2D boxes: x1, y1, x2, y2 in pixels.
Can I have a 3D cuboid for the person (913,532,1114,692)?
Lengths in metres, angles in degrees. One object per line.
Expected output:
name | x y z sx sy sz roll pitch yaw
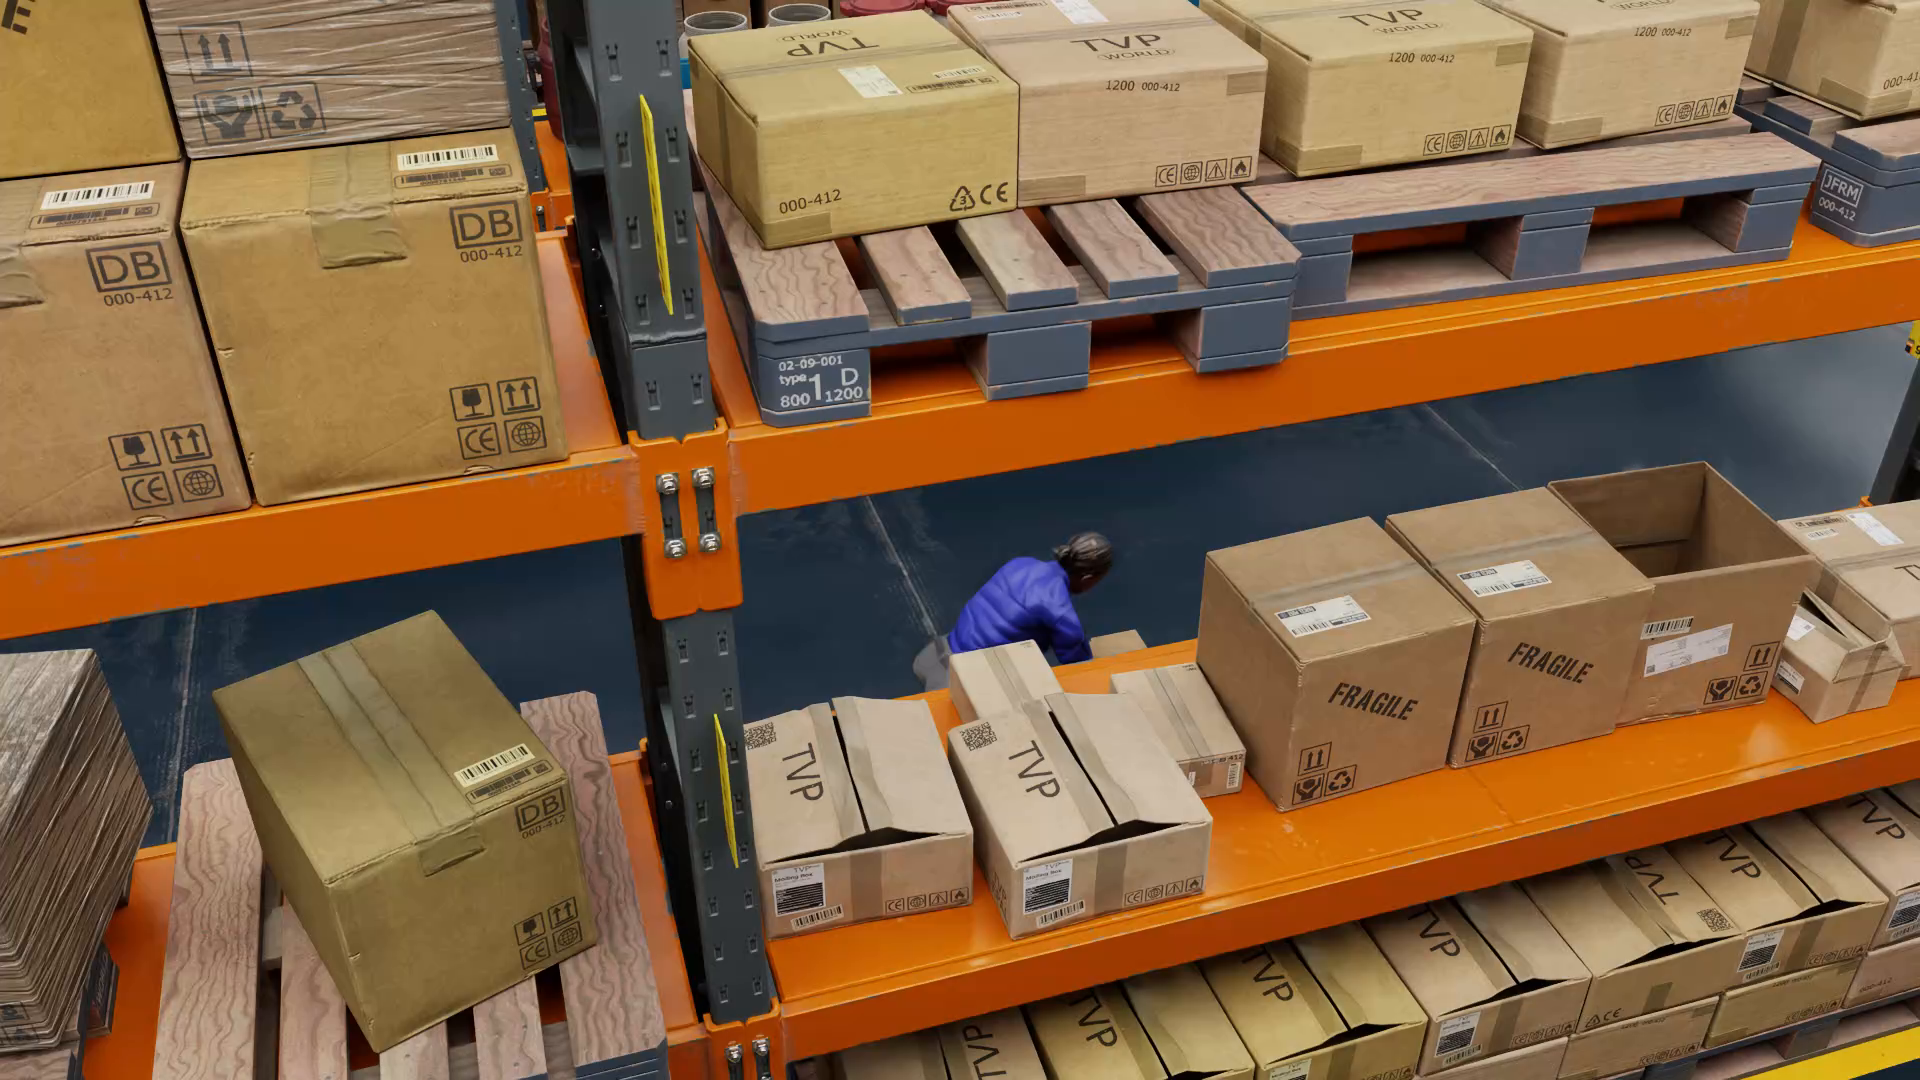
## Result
person | 0.227 0.448 6.117 0.808 0.958 0.475 -10 35 -15
